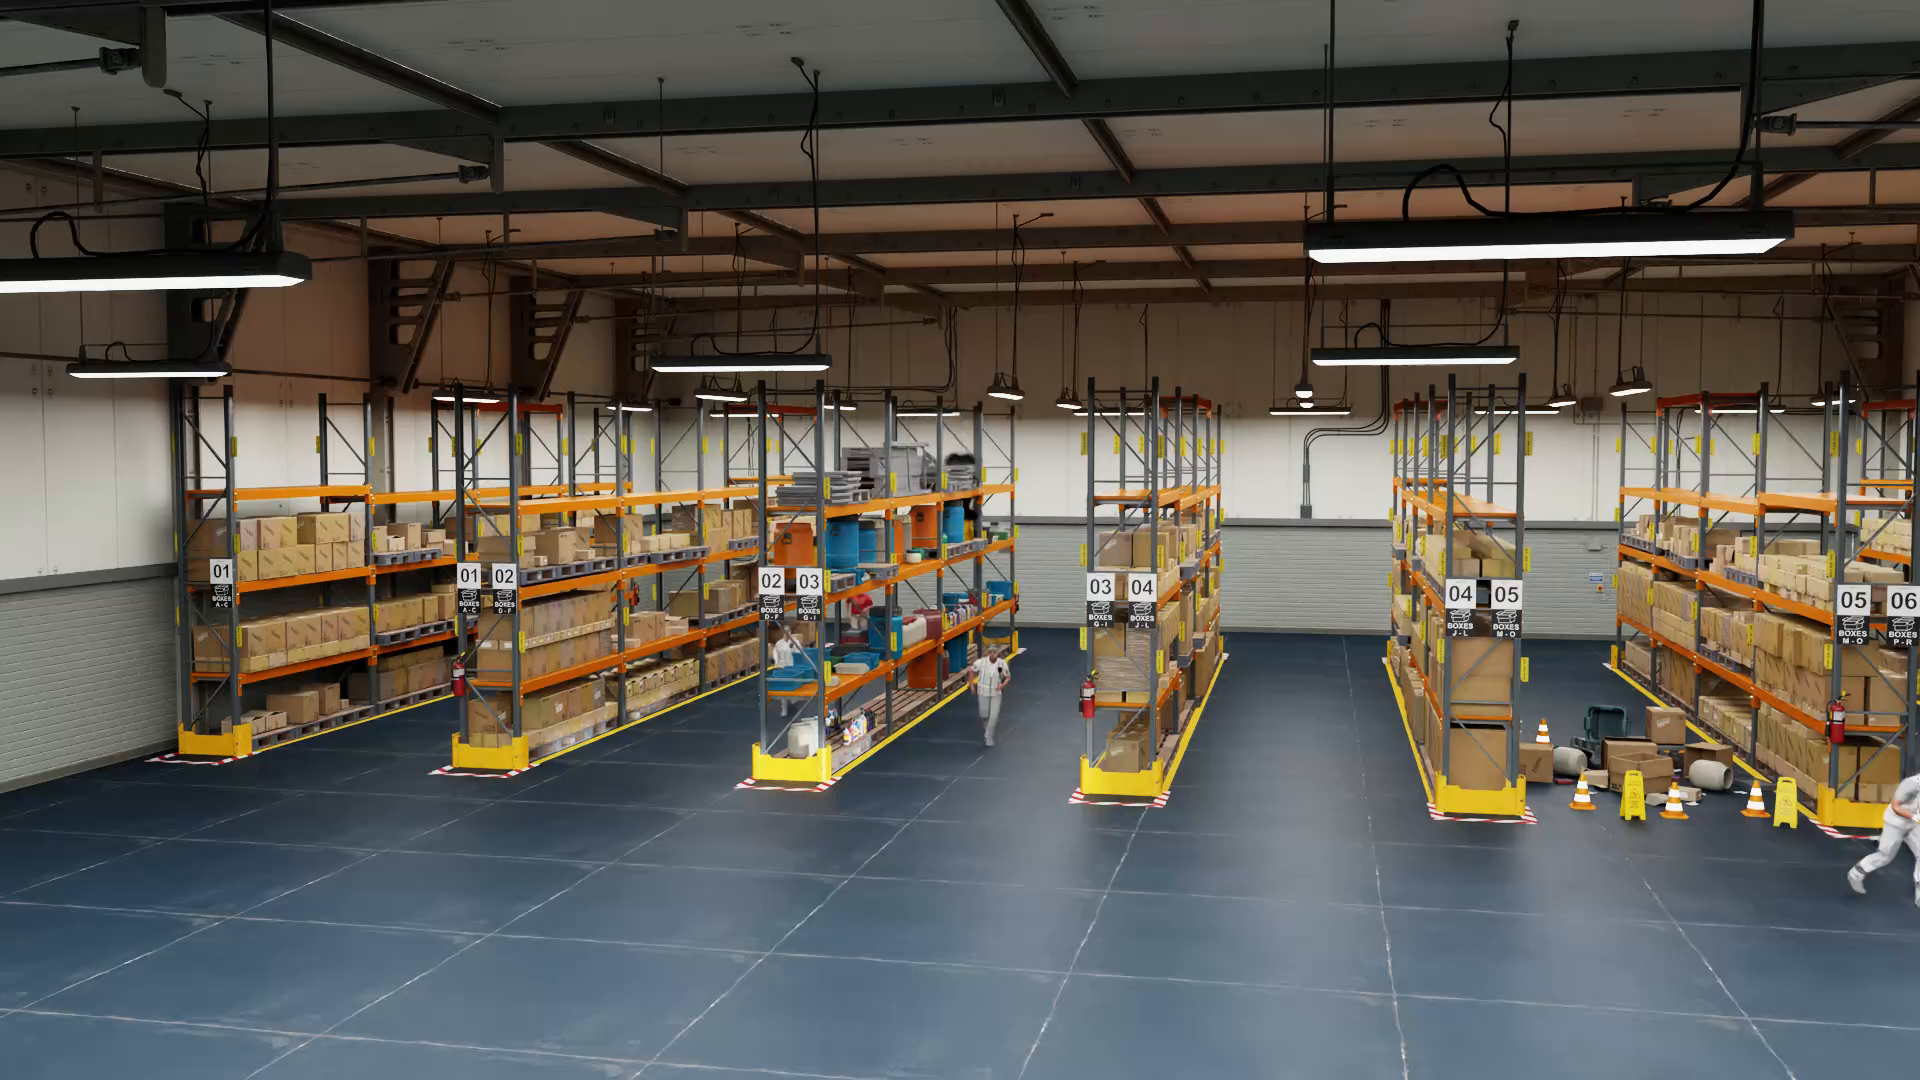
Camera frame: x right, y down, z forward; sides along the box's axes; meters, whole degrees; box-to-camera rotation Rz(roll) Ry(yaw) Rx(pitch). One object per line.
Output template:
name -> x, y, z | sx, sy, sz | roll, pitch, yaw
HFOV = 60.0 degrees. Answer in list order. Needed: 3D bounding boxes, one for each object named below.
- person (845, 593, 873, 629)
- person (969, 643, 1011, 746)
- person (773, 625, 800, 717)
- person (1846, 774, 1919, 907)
person -> -2.406, 1.935, 39.815 | 0.673, 1.787, 0.815 | 0, 3, -6
person -> 0.507, 2.588, 28.045 | 0.702, 1.739, 0.705 | 0, 3, -1
person -> -3.239, 2.430, 31.225 | 0.618, 1.694, 0.826 | 0, 3, 7
person -> 10.198, 3.160, 18.095 | 0.703, 1.731, 1.060 | -2, 4, -33
